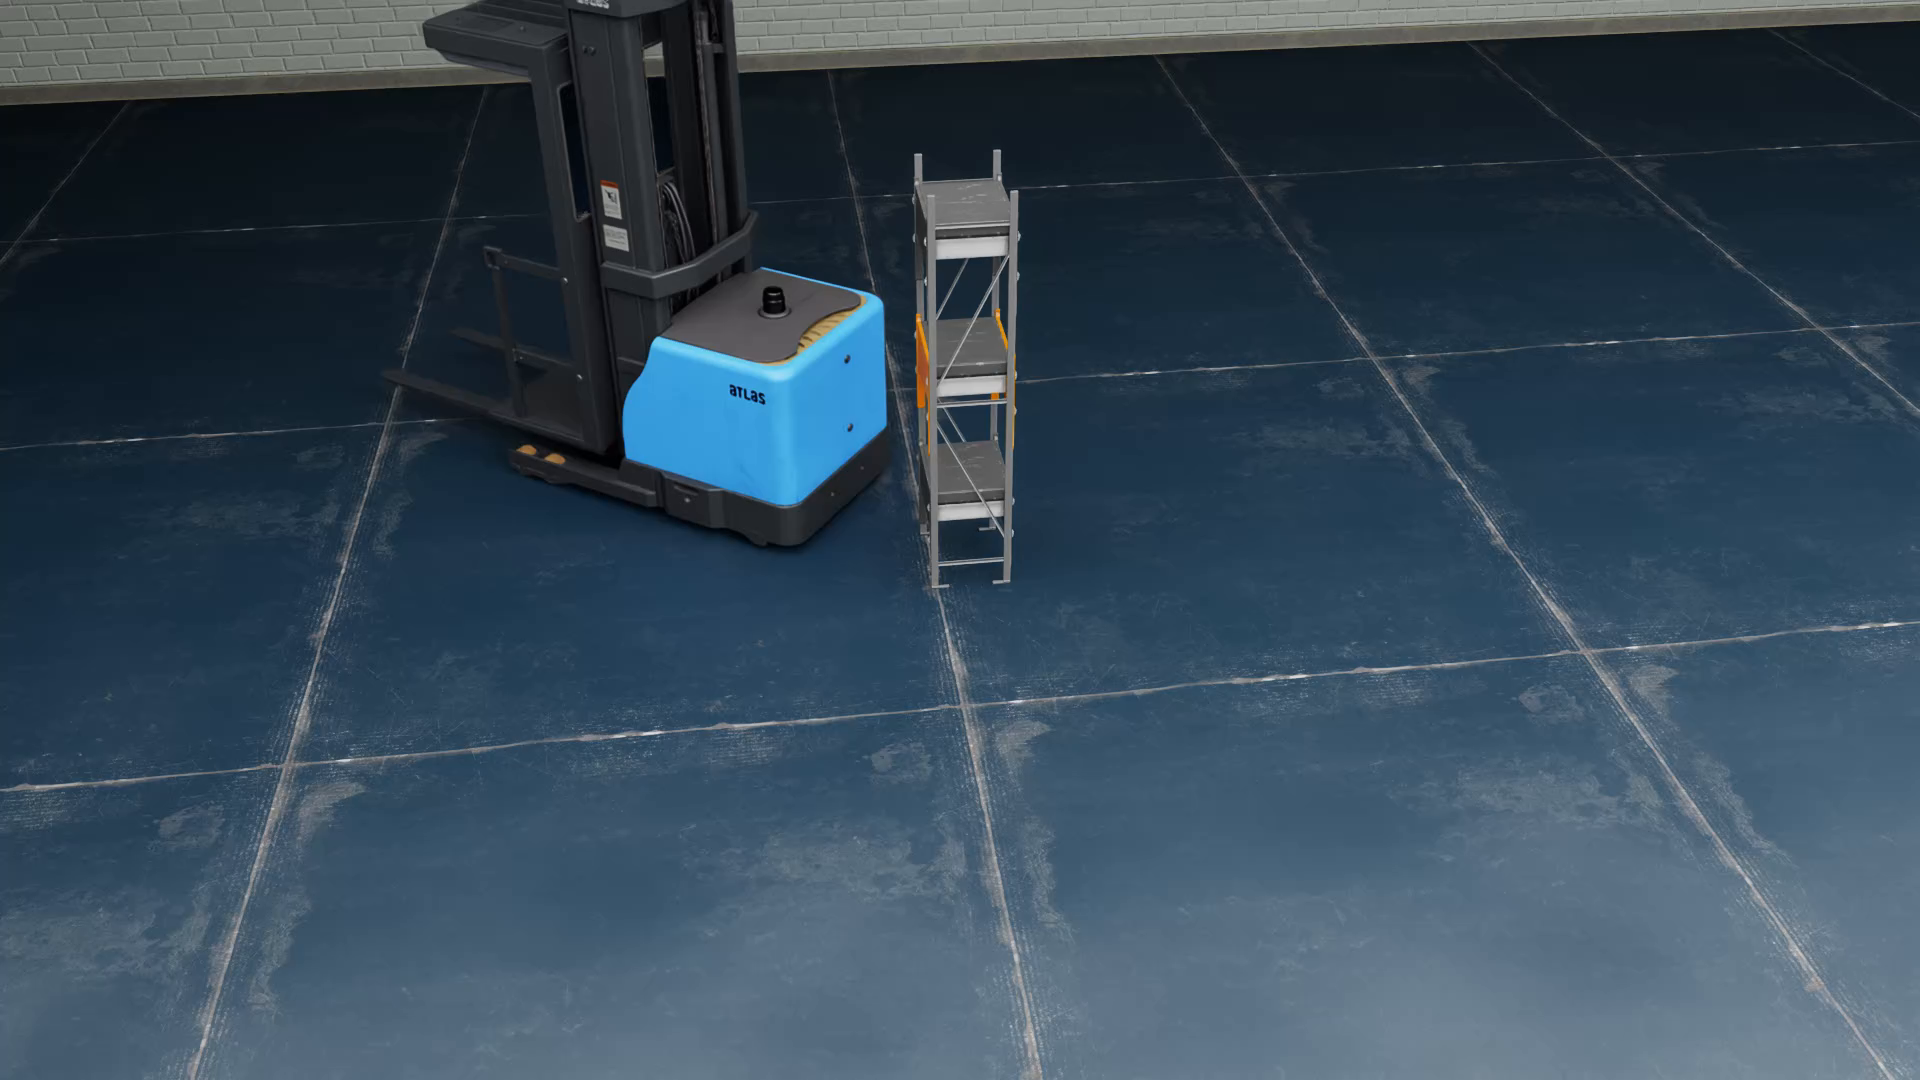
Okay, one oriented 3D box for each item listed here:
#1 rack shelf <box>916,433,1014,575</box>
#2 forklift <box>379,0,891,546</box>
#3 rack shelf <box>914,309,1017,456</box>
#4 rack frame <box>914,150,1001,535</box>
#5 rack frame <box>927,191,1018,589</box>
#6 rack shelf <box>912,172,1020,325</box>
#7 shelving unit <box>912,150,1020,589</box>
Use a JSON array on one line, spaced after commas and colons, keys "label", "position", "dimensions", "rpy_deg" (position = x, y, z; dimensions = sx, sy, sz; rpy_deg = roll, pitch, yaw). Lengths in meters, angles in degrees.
[{"label": "rack shelf", "position": [0.022, -0.186, 8.425], "dimensions": [0.431, 0.518, 0.480], "rpy_deg": [-4, 35, -6]}, {"label": "forklift", "position": [-1.930, -1.763, 8.734], "dimensions": [3.031, 2.935, 1.130], "rpy_deg": [17, 38, 23]}, {"label": "rack shelf", "position": [0.022, -0.764, 8.031], "dimensions": [0.431, 0.518, 0.480], "rpy_deg": [-4, 35, -6]}, {"label": "rack frame", "position": [-0.011, -0.911, 8.223], "dimensions": [0.400, 2.100, 0.015], "rpy_deg": [-4, 35, -6]}, {"label": "rack frame", "position": [0.055, -0.639, 7.823], "dimensions": [0.400, 2.100, 0.015], "rpy_deg": [-4, 35, -6]}, {"label": "rack shelf", "position": [0.022, -1.342, 7.637], "dimensions": [0.431, 0.518, 0.480], "rpy_deg": [-4, 35, -6]}, {"label": "shelving unit", "position": [0.022, -0.775, 8.023], "dimensions": [0.431, 2.100, 0.503], "rpy_deg": [-4, 35, -6]}]
